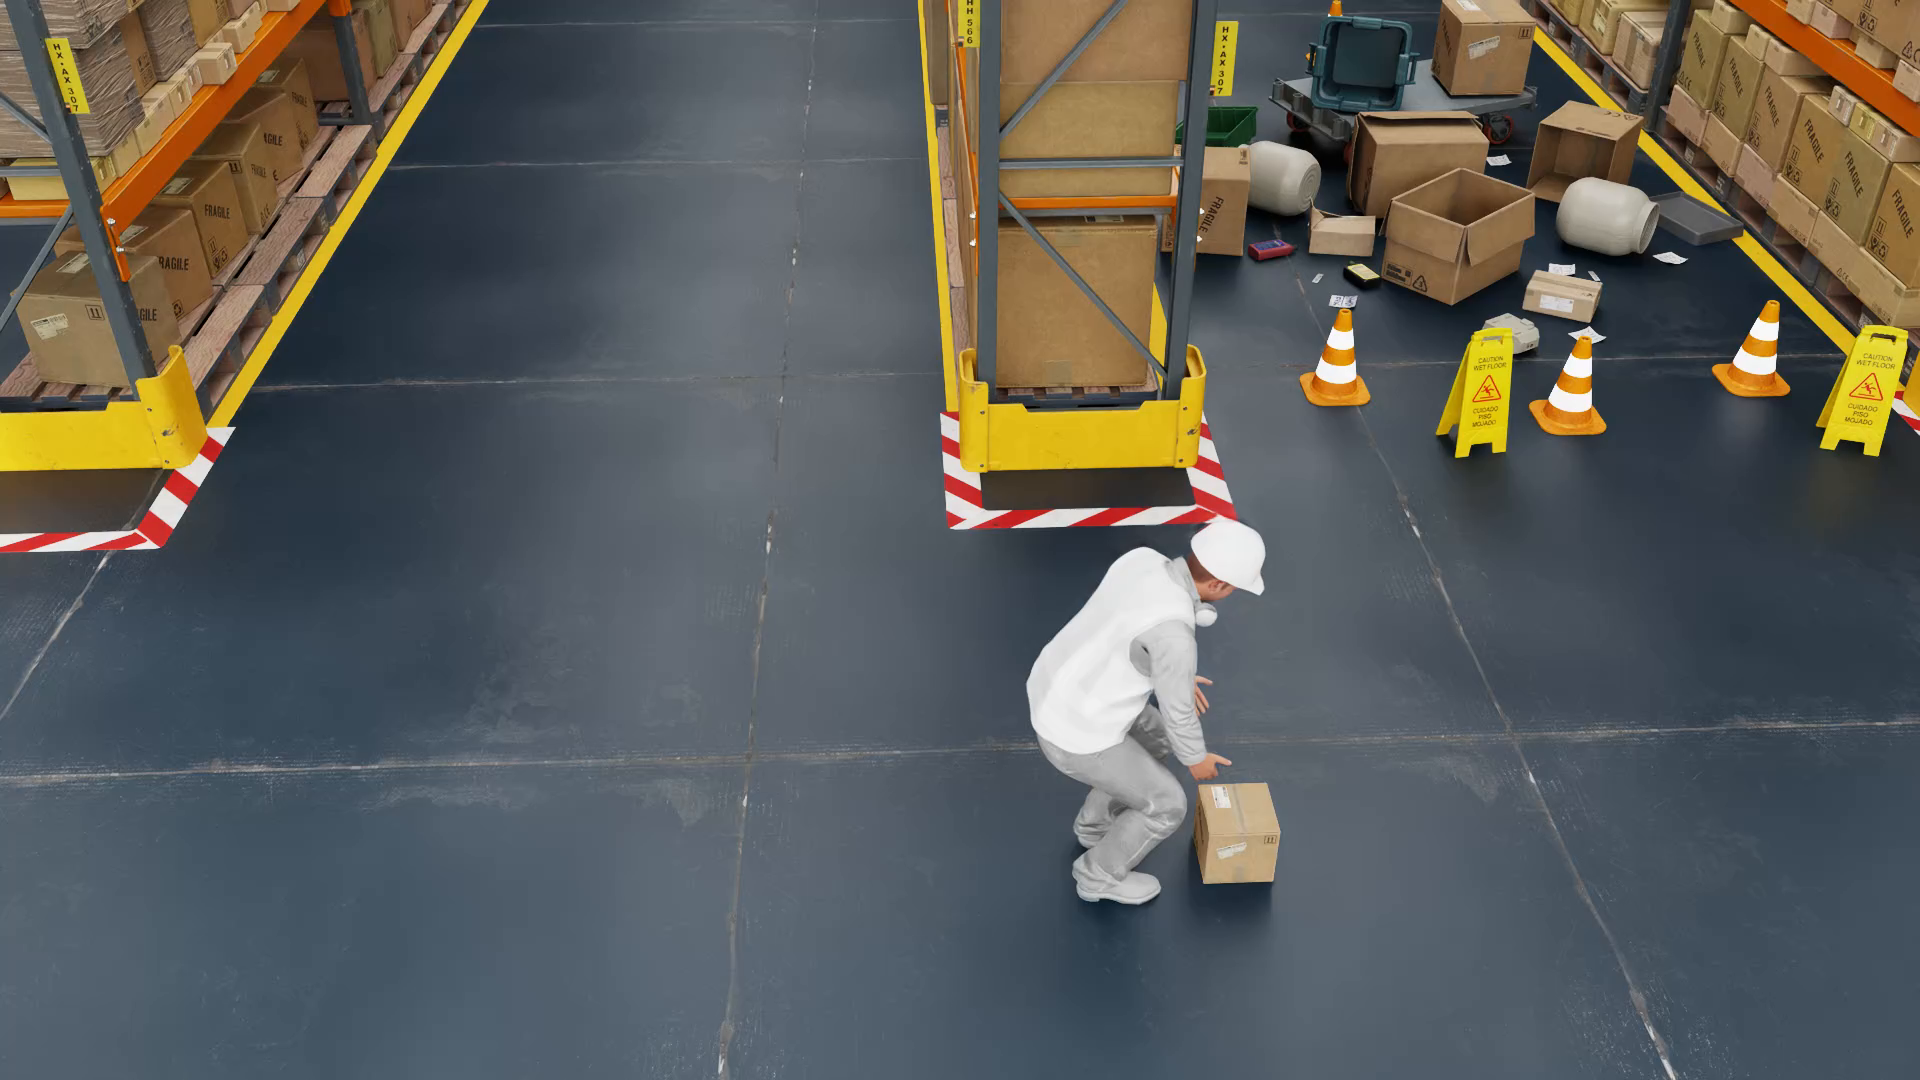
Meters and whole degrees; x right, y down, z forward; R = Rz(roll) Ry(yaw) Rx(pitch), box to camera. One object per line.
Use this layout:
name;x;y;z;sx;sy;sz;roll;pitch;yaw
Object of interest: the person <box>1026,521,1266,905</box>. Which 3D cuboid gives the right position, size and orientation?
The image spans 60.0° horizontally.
person;0.603;0.554;5.618;0.751;1.449;0.591;-1;35;-2
